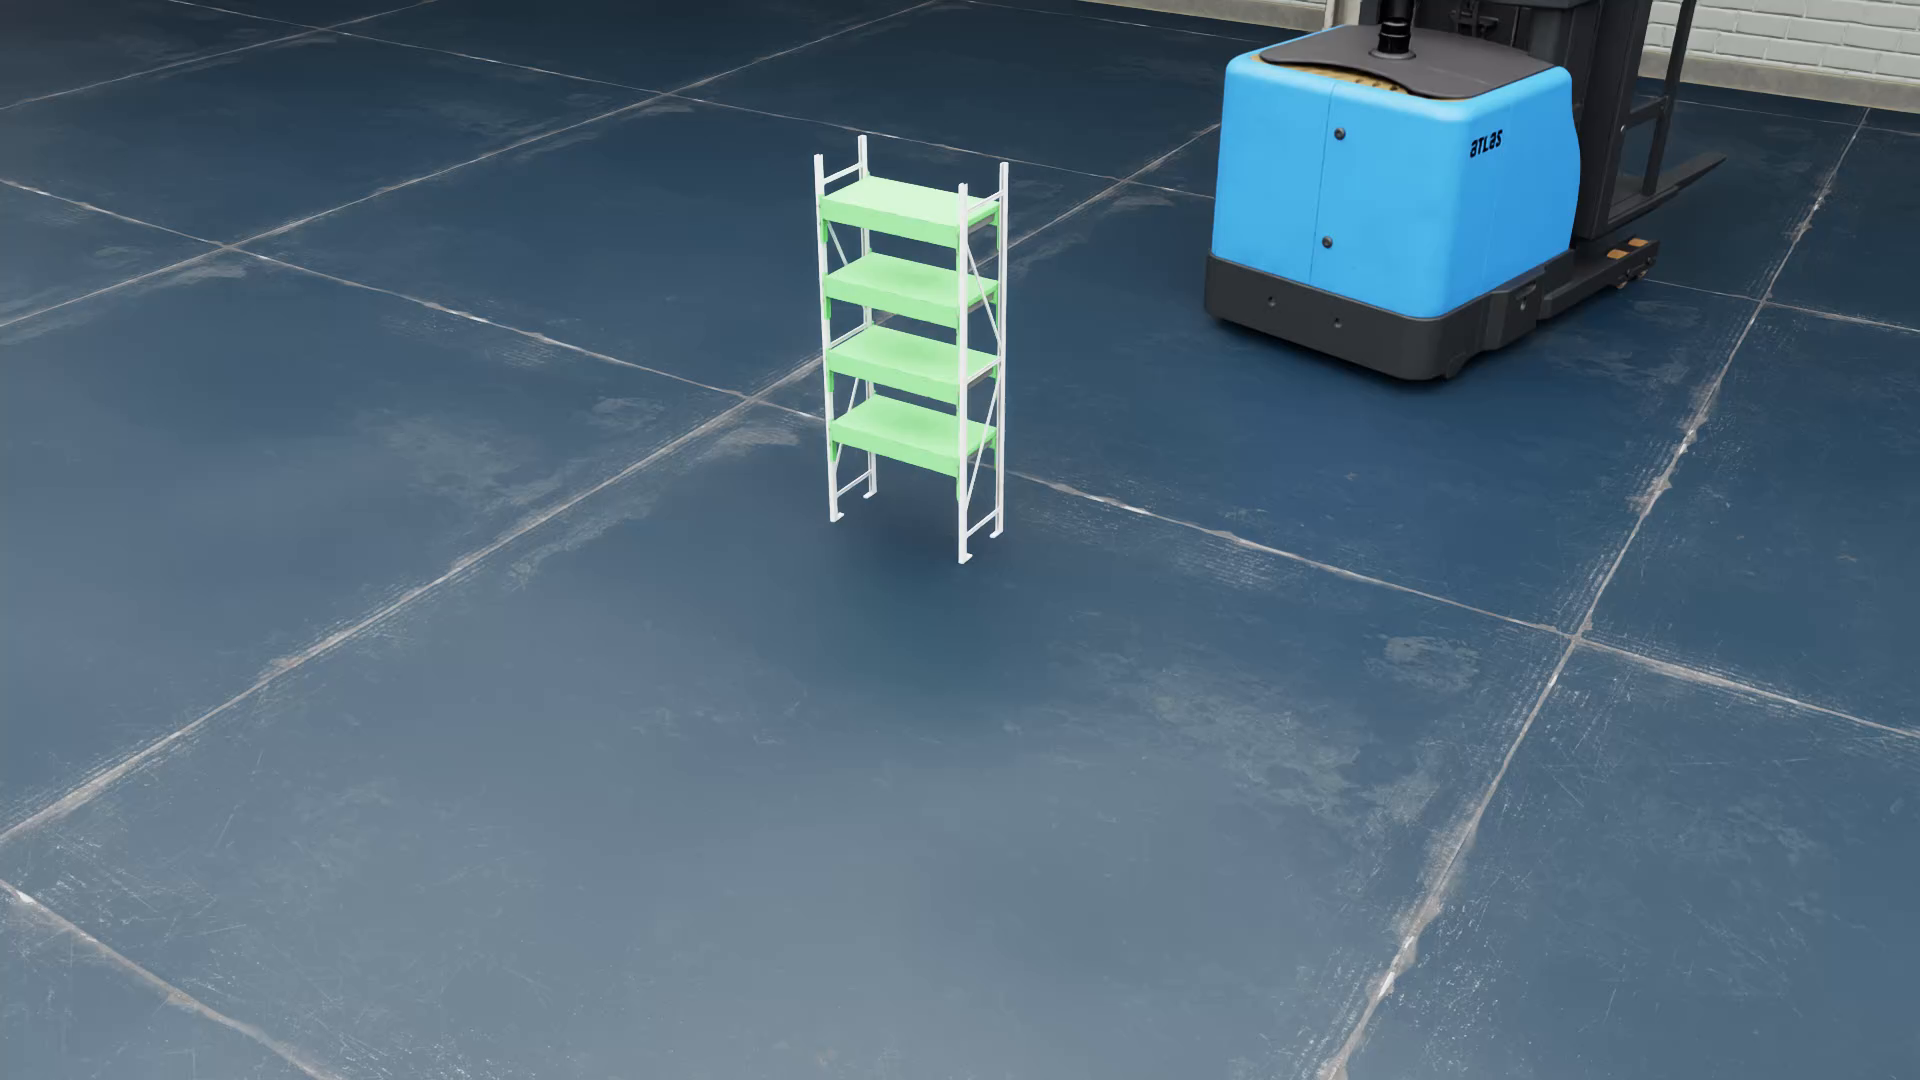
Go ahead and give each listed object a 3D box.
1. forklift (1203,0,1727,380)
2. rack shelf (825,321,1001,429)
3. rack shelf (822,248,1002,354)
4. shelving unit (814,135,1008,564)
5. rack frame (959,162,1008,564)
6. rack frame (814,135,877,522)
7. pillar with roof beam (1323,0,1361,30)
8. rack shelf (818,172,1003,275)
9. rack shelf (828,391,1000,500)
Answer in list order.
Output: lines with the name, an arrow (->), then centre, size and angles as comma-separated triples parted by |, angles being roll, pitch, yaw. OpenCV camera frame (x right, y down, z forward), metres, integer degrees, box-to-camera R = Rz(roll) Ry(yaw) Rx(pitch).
forklift -> 2.375, -2.496, 6.620 | 1.130, 2.935, 3.031 | 26, 39, 37
rack shelf -> -0.140, -0.507, 5.056 | 0.480, 0.148, 0.258 | 18, 35, 27
rack shelf -> -0.140, -0.715, 4.935 | 0.480, 0.148, 0.258 | 18, 35, 27
shelving unit -> -0.140, -0.563, 5.024 | 0.503, 1.200, 0.258 | 18, 35, 27
rack frame -> 0.066, -0.497, 4.912 | 0.015, 1.200, 0.240 | 18, 35, 27
rack frame -> -0.347, -0.628, 5.136 | 0.015, 1.200, 0.240 | 18, 35, 27
pillar with roof beam -> 0.294, -5.267, 5.348 | 0.400, 9.000, 9.100 | 18, 35, 27
rack shelf -> -0.140, -0.922, 4.814 | 0.480, 0.148, 0.258 | 18, 35, 27
rack shelf -> -0.140, -0.300, 5.177 | 0.480, 0.148, 0.258 | 18, 35, 27
